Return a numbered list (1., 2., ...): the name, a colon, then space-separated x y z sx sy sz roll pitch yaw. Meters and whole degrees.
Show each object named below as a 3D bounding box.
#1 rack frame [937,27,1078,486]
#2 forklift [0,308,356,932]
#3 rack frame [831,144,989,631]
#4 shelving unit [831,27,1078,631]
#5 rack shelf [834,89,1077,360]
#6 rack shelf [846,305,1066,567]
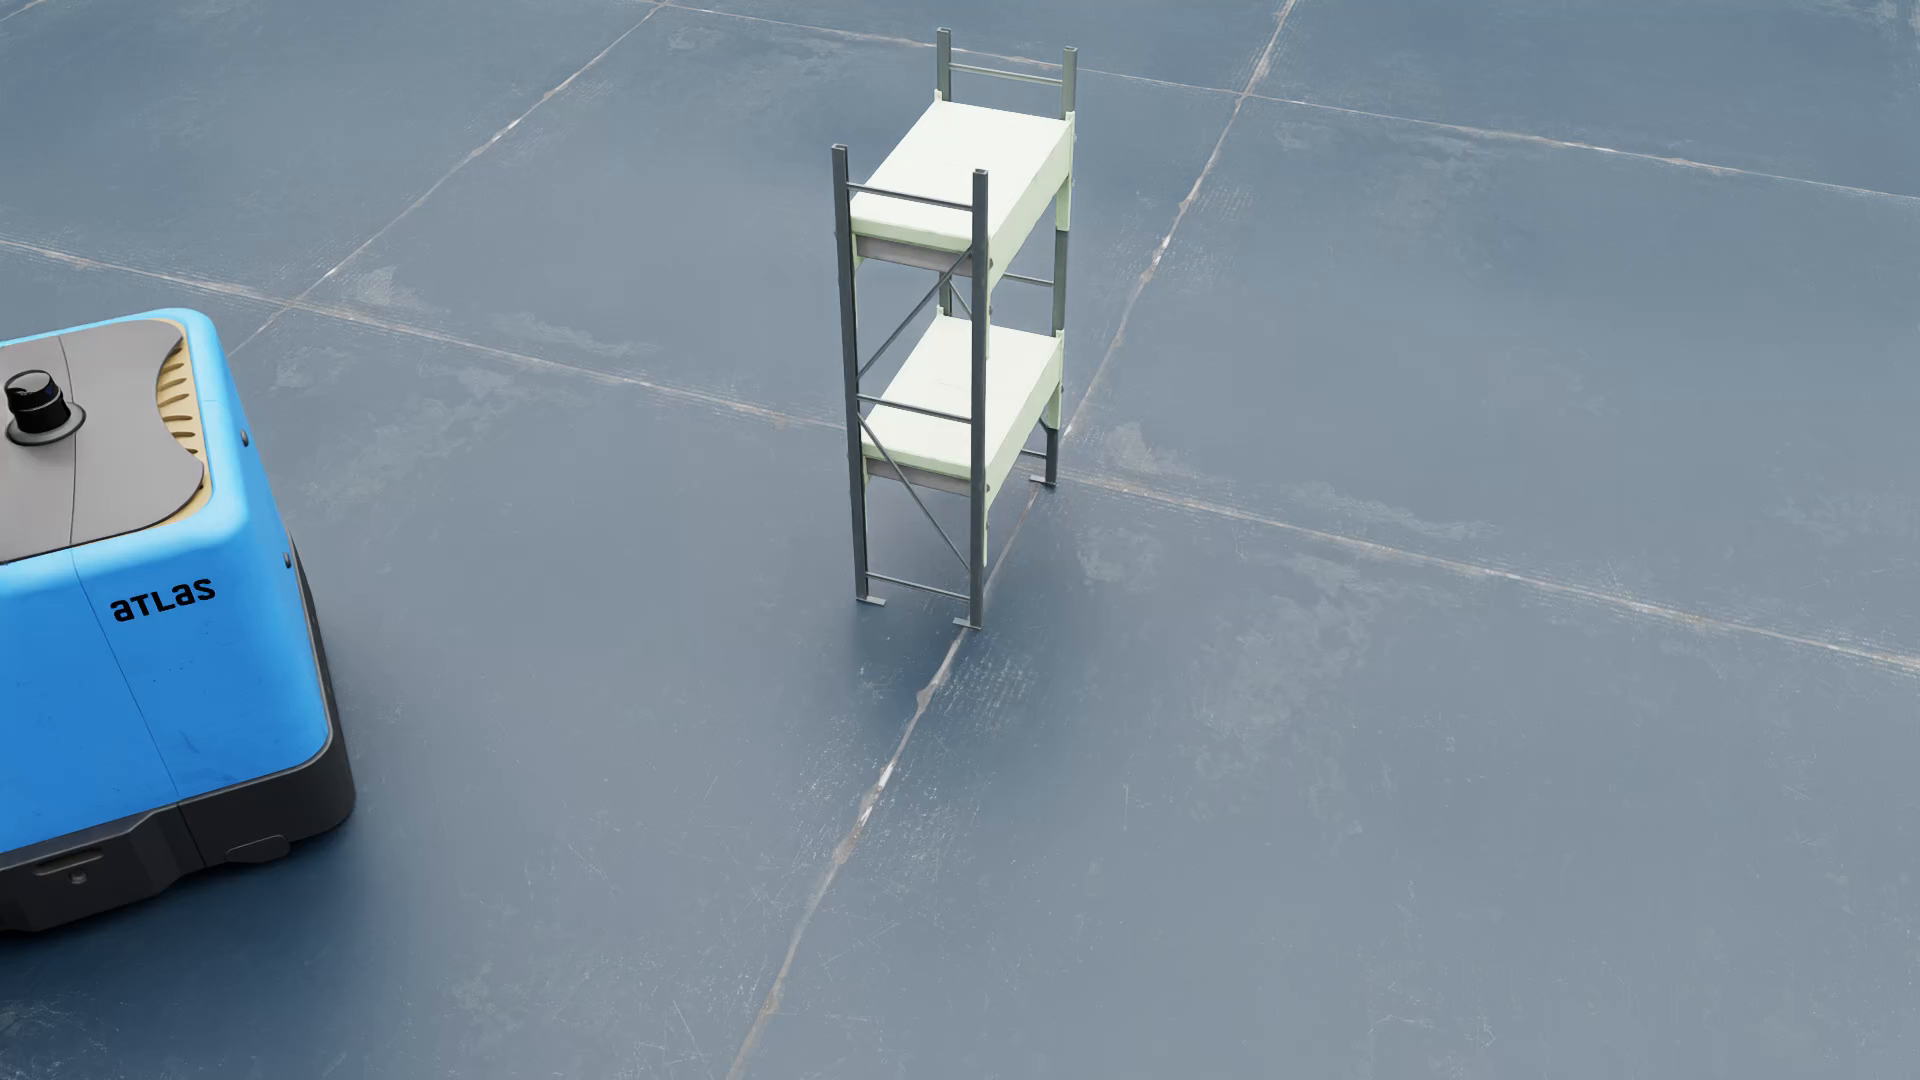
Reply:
1. rack frame: 0.127 -0.798 5.030 0.400 1.500 0.023 13 42 15
2. forklift: -3.142 -0.248 3.282 3.031 2.935 1.130 -16 43 -18
3. rack frame: -0.123 -0.351 4.506 0.400 1.500 0.023 13 42 15
4. shelving unit: 0.002 -0.575 4.768 0.431 1.500 0.755 13 42 15
5. rack shelf: 0.002 -0.872 4.515 0.431 0.370 0.720 13 42 15
6. rack shelf: 0.002 -0.327 4.980 0.431 0.370 0.720 13 42 15
